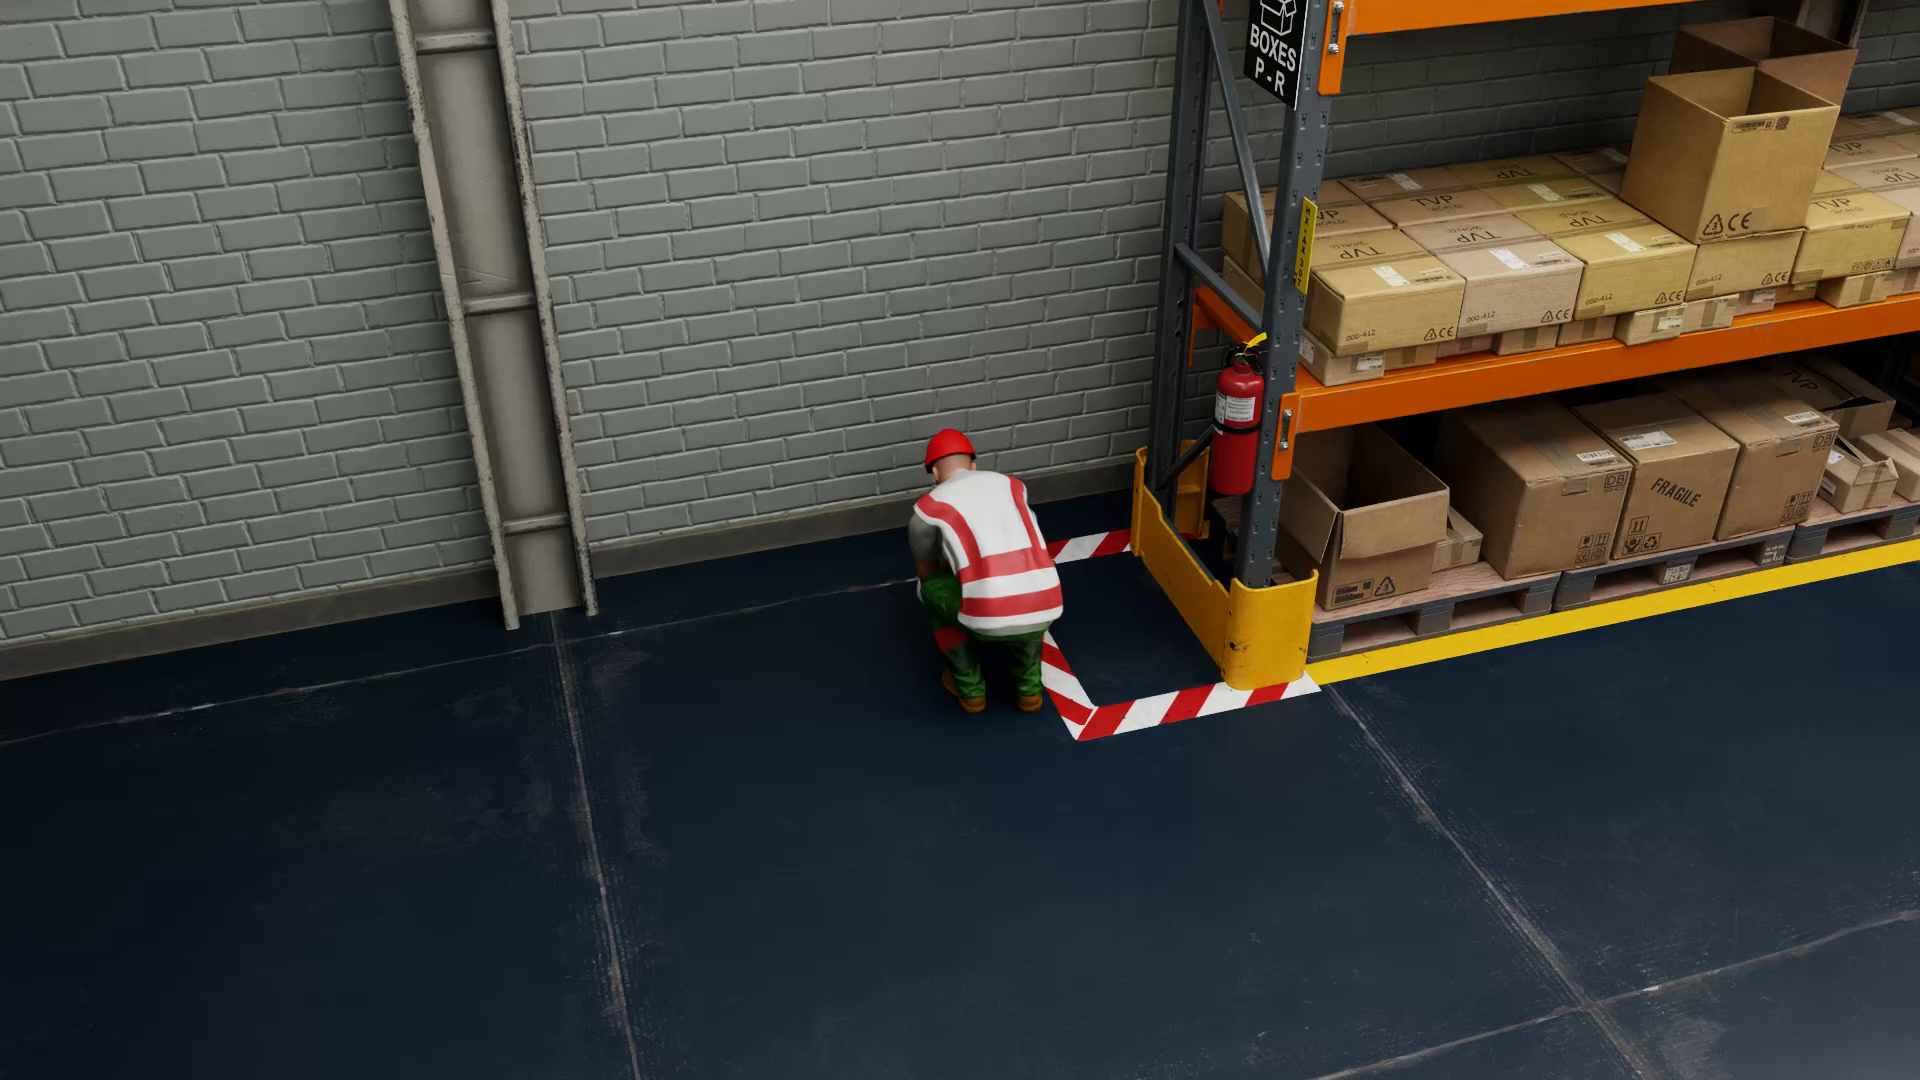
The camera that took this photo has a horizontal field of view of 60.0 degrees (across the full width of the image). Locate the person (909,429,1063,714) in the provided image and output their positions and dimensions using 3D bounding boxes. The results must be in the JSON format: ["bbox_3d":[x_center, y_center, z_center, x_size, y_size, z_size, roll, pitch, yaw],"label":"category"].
[{"bbox_3d":[0.090,0.158,6.610,0.535,0.989,0.910,-9,35,-14],"label":"person"}]
